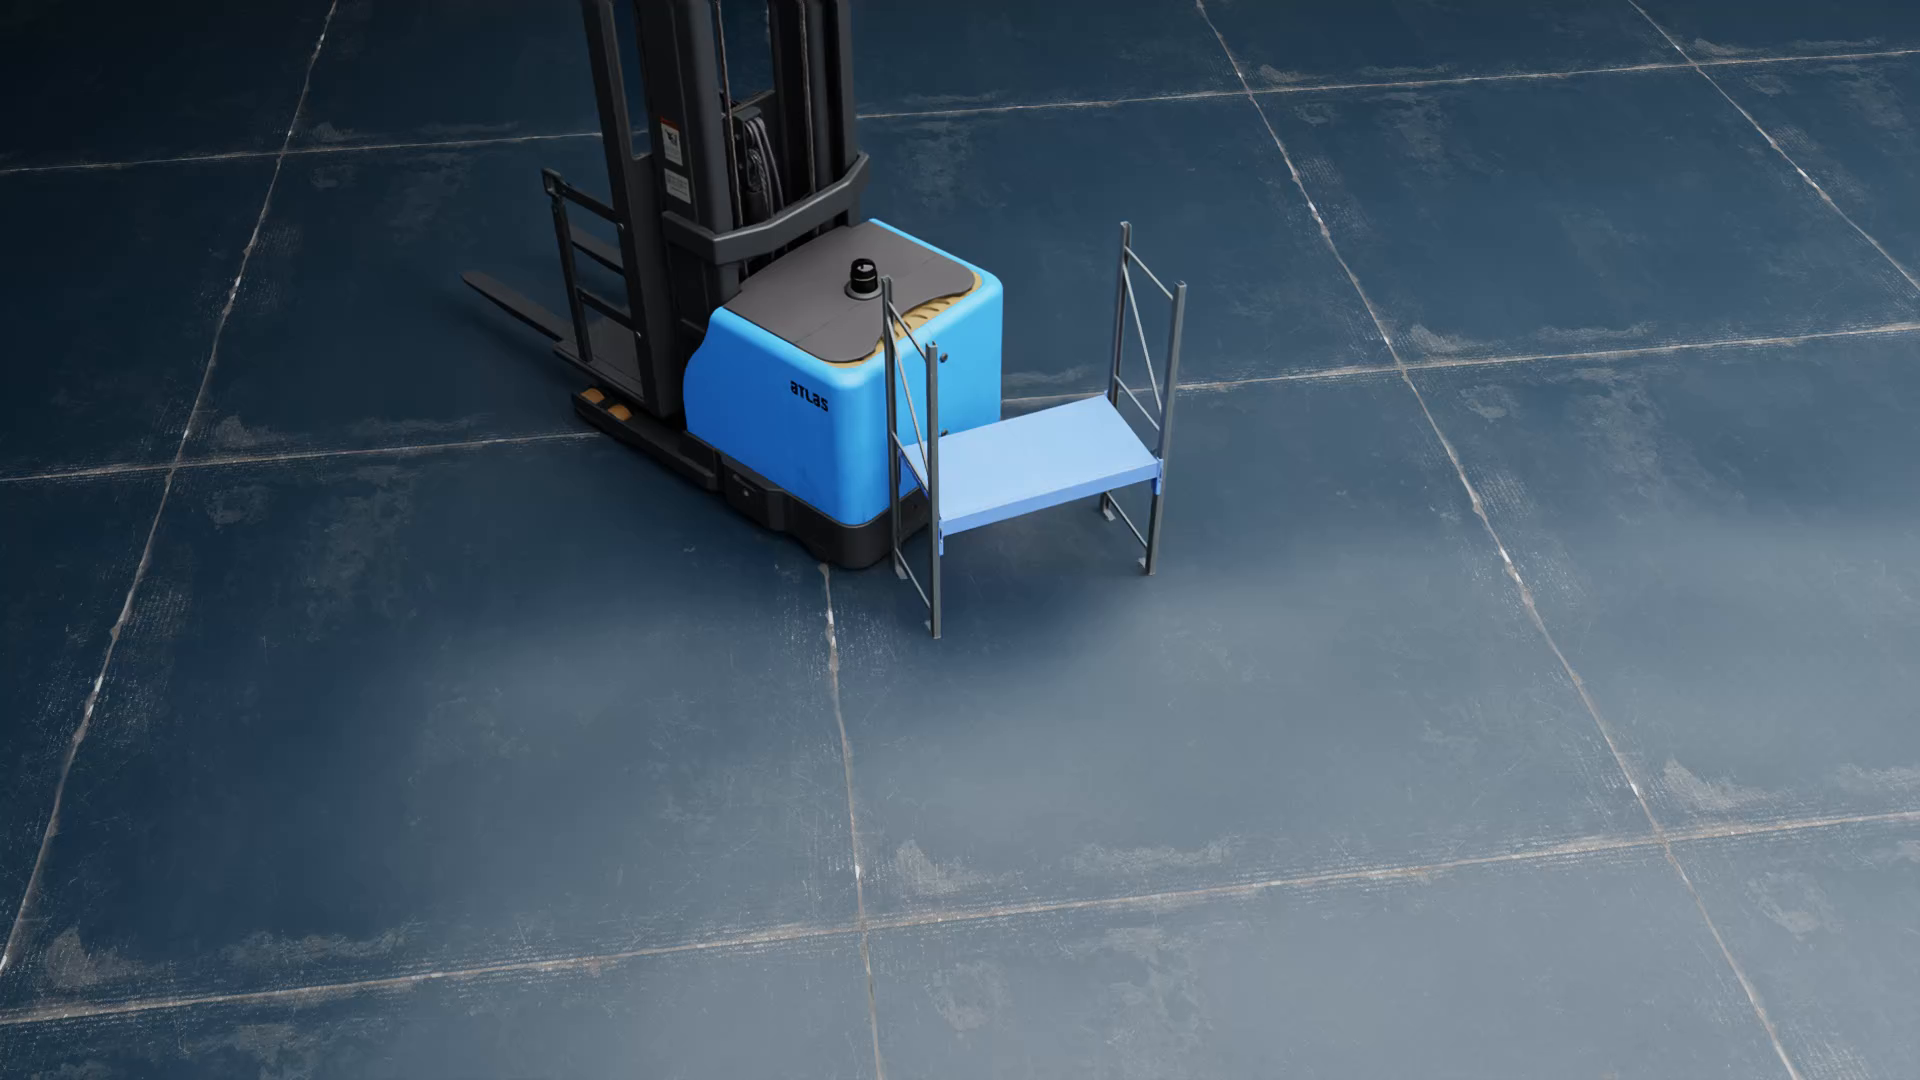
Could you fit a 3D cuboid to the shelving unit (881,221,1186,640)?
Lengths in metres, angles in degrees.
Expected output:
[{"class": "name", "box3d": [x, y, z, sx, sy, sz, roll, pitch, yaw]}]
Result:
[{"class": "shelving unit", "box3d": [0.279, -0.426, 6.817, 1.048, 1.500, 0.538, -16, 44, -17]}]

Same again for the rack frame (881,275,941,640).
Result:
[{"class": "rack frame", "box3d": [-0.190, -0.295, 6.672, 0.032, 1.500, 0.500, -16, 44, -17]}]

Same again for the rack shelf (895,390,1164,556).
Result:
[{"class": "rack shelf", "box3d": [0.279, -0.292, 6.938, 1.000, 0.185, 0.538, -16, 44, -17]}]

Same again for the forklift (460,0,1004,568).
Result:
[{"class": "forklift", "box3d": [-1.244, -1.811, 7.285, 3.031, 2.935, 1.130, 30, 50, 29]}]

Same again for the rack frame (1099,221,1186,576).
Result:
[{"class": "rack frame", "box3d": [0.748, -0.557, 6.963, 0.032, 1.500, 0.500, -16, 44, -17]}]
